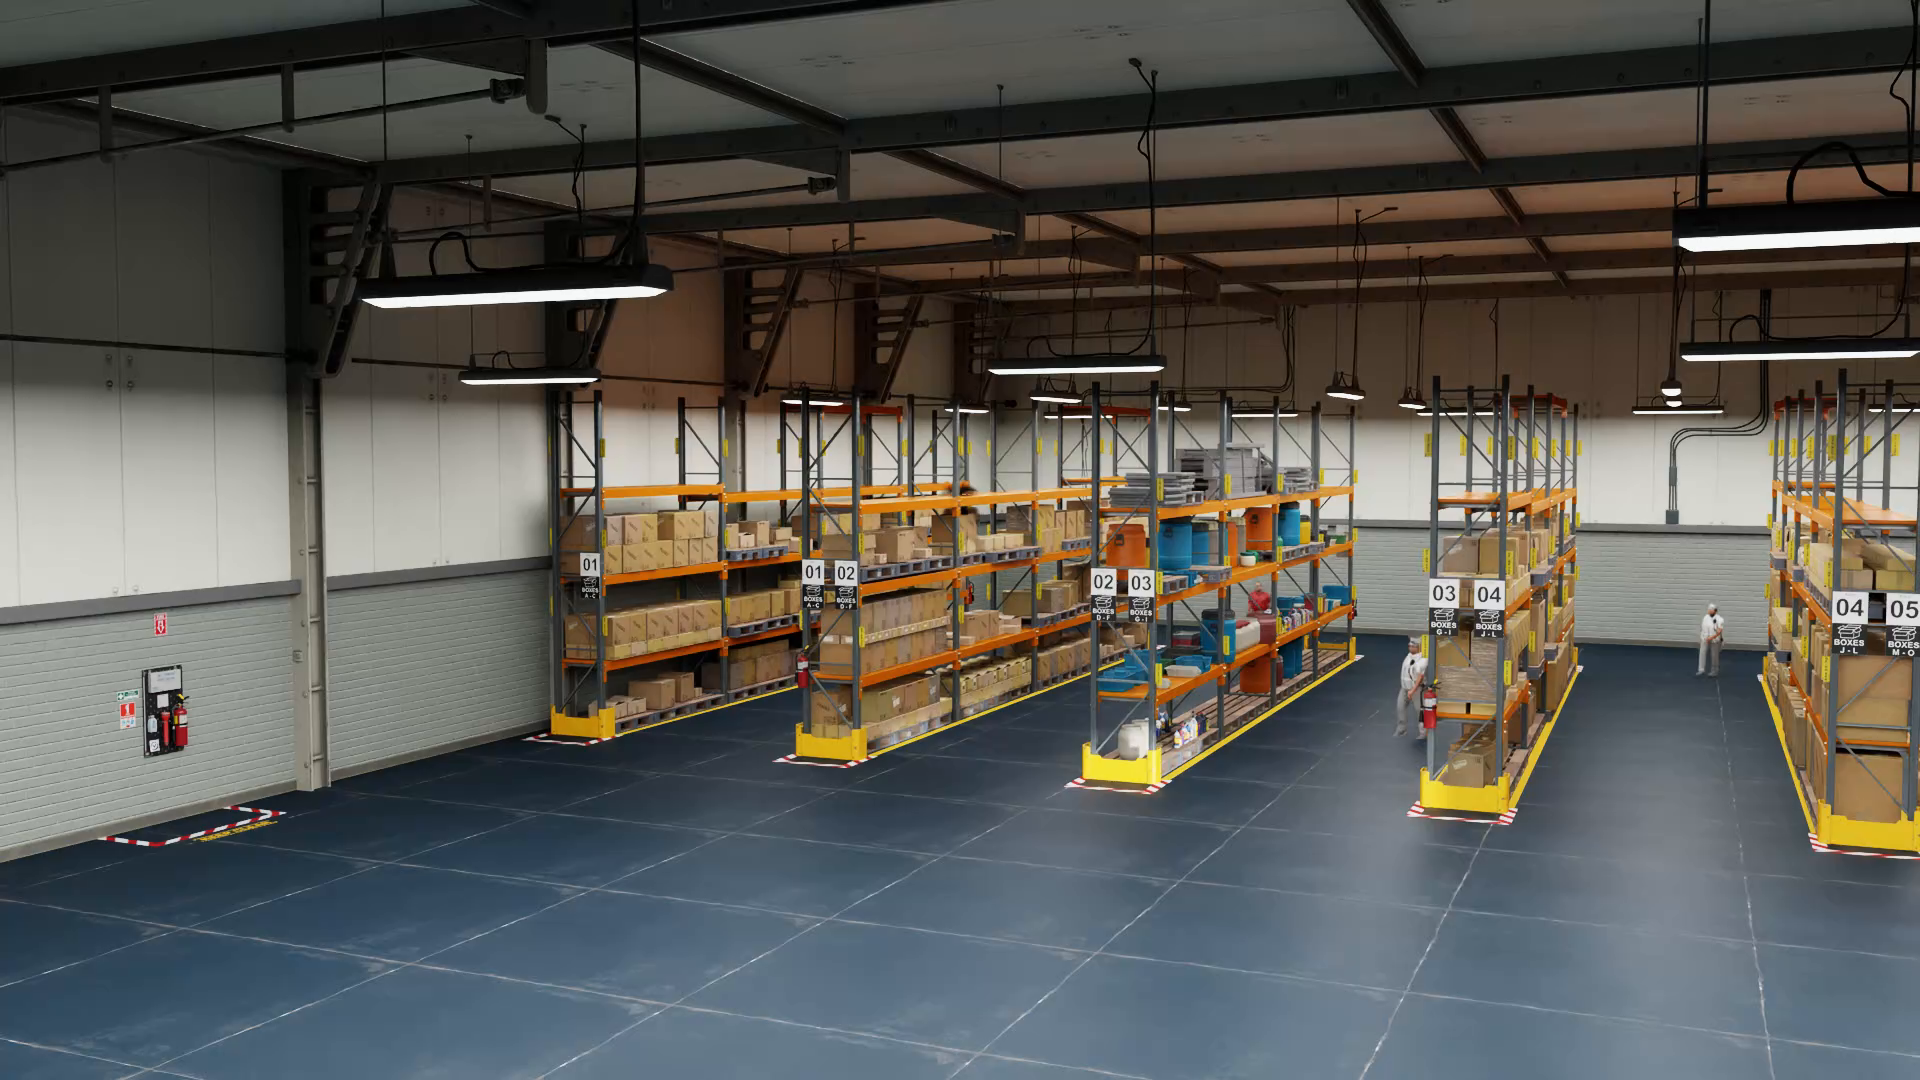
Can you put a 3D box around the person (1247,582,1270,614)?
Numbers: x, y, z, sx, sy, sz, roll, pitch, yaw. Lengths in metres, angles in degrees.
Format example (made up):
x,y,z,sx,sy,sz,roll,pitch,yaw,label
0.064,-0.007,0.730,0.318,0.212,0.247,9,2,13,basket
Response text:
x,y,z,sx,sy,sz,roll,pitch,yaw,label
7.352,1.943,40.867,0.580,1.665,0.568,0,3,-3,person

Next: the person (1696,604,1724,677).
x,y,z,sx,sy,sz,roll,pitch,yaw,label
16.285,2.191,36.085,0.495,1.608,1.018,2,4,36,person

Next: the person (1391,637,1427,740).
x,y,z,sx,sy,sz,roll,pitch,yaw,label
7.778,2.573,28.682,0.532,1.811,0.639,-2,4,-29,person
